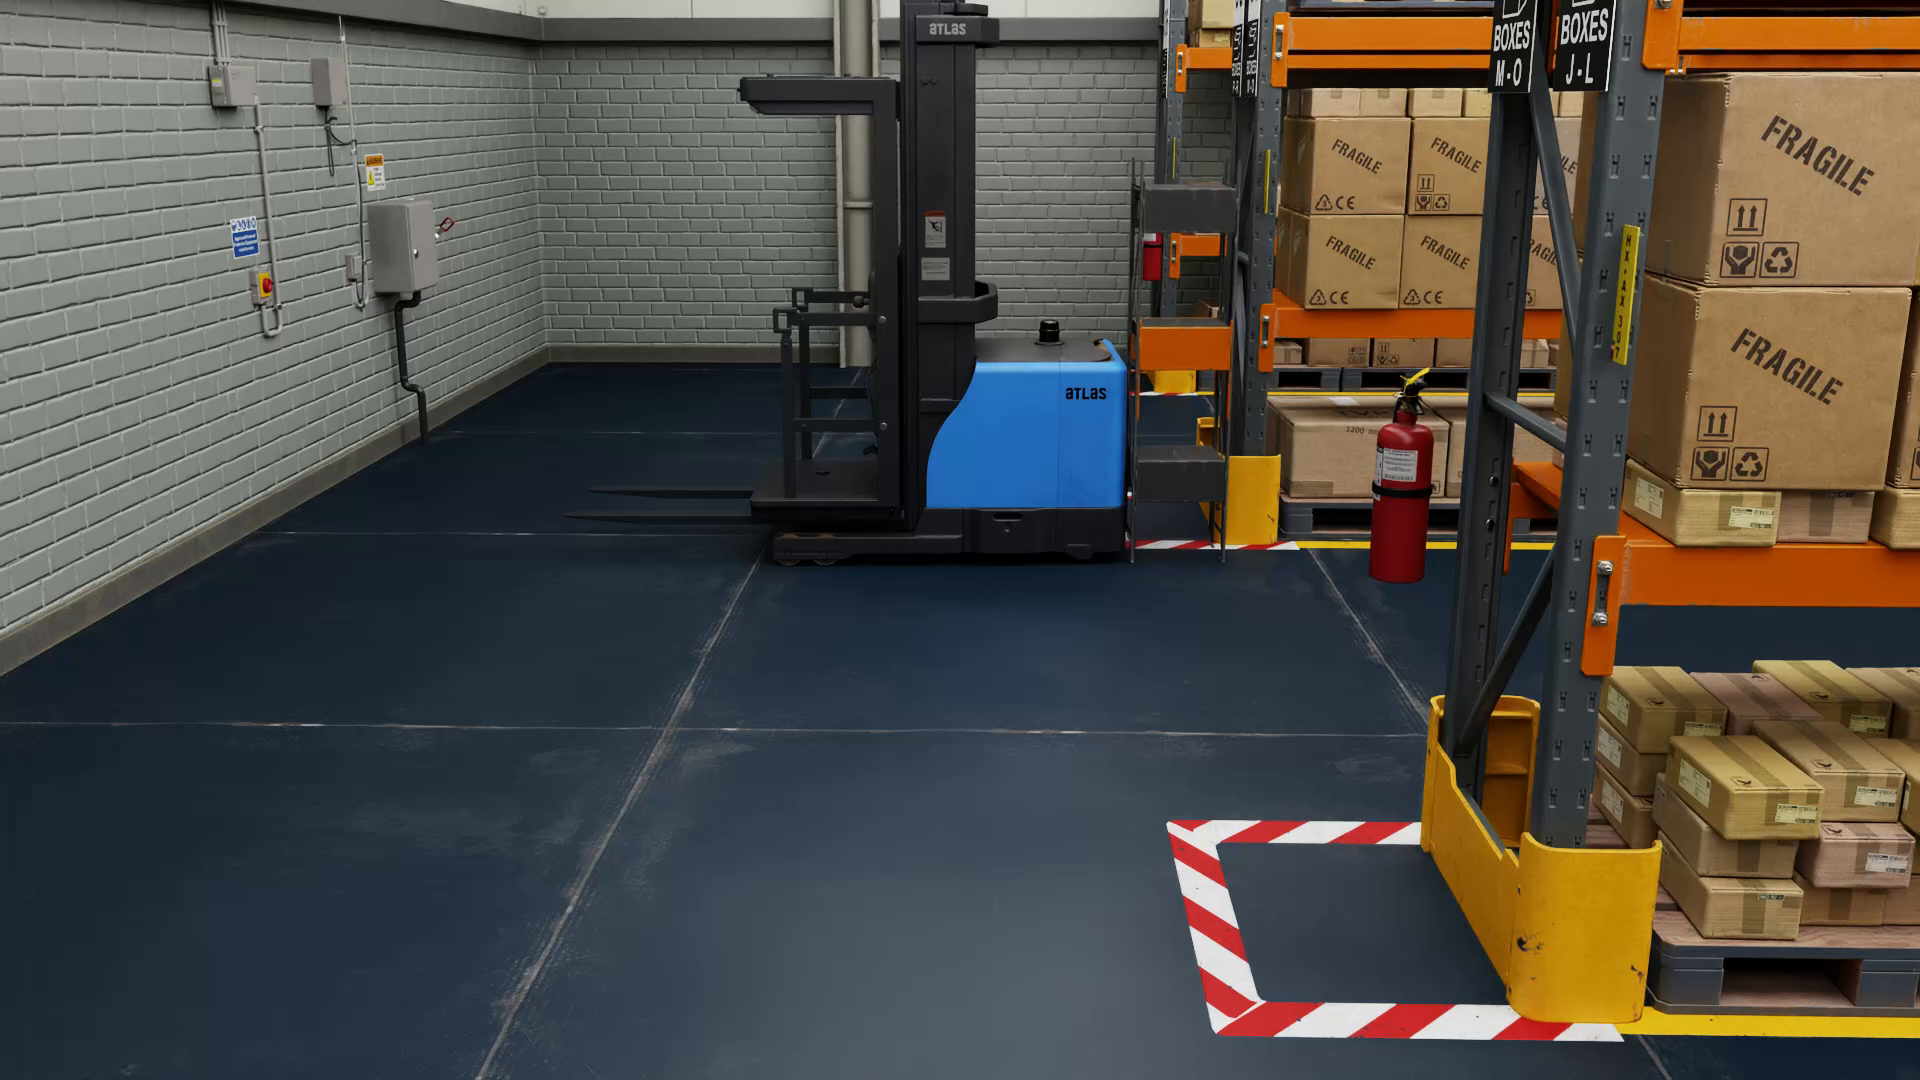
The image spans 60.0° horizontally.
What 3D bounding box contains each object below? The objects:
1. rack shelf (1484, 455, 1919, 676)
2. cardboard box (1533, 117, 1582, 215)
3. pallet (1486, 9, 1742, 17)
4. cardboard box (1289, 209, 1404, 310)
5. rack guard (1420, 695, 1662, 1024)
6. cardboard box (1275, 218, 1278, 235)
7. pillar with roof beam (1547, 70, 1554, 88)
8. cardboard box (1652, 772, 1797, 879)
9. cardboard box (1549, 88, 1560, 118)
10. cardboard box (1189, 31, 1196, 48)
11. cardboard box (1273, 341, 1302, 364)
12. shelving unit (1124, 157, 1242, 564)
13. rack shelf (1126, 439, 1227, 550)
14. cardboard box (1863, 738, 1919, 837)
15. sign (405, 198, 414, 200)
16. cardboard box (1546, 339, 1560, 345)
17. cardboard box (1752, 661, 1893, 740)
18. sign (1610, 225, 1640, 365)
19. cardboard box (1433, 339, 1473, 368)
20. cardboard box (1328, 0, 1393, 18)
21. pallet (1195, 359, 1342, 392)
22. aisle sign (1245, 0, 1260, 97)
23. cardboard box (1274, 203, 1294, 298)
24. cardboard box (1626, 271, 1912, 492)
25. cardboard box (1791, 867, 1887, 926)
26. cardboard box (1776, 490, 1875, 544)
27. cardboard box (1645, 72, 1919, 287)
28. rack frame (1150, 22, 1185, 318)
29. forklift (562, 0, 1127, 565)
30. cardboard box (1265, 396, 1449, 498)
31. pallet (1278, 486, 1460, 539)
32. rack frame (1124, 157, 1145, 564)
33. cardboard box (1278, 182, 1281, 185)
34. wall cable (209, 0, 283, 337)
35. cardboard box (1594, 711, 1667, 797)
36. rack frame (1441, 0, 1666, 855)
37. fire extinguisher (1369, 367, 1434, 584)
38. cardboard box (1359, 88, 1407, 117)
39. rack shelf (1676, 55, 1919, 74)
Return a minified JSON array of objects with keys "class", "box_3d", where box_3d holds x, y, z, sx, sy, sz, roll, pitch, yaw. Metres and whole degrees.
[{"class":"rack shelf","box_3d":[3.609,0.052,4.672,4.000,0.370,1.077,0,15,1]},{"class":"cardboard box","box_3d":[3.139,-2.025,8.978,0.500,0.500,0.500,0,15,1]},{"class":"pallet","box_3d":[3.600,-2.970,9.010,1.213,0.211,1.003,0,15,1]},{"class":"cardboard box","box_3d":[2.108,-1.544,9.115,0.500,0.500,0.500,0,15,1]},{"class":"rack guard","box_3d":[1.686,0.901,4.947,0.348,0.500,1.175,0,15,1]},{"class":"cardboard box","box_3d":[2.599,-2.661,14.039,0.250,0.149,0.380,0,15,1]},{"class":"pillar with roof beam","box_3d":[4.974,-4.849,10.078,0.400,9.000,9.100,0,15,1]},{"class":"cardboard box","box_3d":[2.127,0.792,4.641,0.250,0.149,0.380,1,15,4]},{"class":"cardboard box","box_3d":[3.031,-2.344,8.918,0.250,0.149,0.380,1,15,2]},{"class":"cardboard box","box_3d":[2.084,-4.223,14.080,0.250,0.149,0.380,1,15,3]},{"class":"cardboard box","box_3d":[2.791,-1.621,14.370,0.250,0.149,0.380,0,15,-1]},{"class":"shelving unit","box_3d":[1.156,-0.940,8.787,0.503,2.100,0.431,0,15,-1]},{"class":"rack shelf","box_3d":[1.156,-0.250,8.969,0.480,0.518,0.431,0,15,-1]},{"class":"cardboard box","box_3d":[2.652,0.675,4.502,0.250,0.149,0.380,0,15,1]},{"class":"sign","box_3d":[-3.997,-2.218,12.055,0.001,0.494,0.329,0,15,1]},{"class":"cardboard box","box_3d":[5.103,-1.779,14.650,0.500,0.311,0.500,1,15,3]},{"class":"cardboard box","box_3d":[2.657,0.504,5.150,0.250,0.149,0.380,0,15,0]},{"class":"sign","box_3d":[1.596,-0.589,3.995,0.005,0.325,0.100,0,15,1]},{"class":"cardboard box","box_3d":[4.259,-1.781,14.289,0.500,0.500,0.700,0,15,-1]},{"class":"cardboard box","box_3d":[3.215,-4.282,13.521,0.500,0.250,0.500,0,15,0]},{"class":"pallet","box_3d":[2.631,-1.484,14.550,1.213,0.211,1.003,0,15,1]},{"class":"aisle sign","box_3d":[1.556,-2.755,8.807,0.004,0.787,0.394,0,15,1]},{"class":"cardboard box","box_3d":[2.124,-1.684,9.648,0.500,0.500,0.500,0,15,2]},{"class":"cardboard box","box_3d":[2.052,-0.427,4.301,0.500,0.500,0.500,1,15,4]},{"class":"cardboard box","box_3d":[2.389,0.933,4.690,0.250,0.149,0.380,0,15,1]},{"class":"cardboard box","box_3d":[2.181,-0.110,4.370,0.250,0.149,0.380,1,15,3]},{"class":"cardboard box","box_3d":[2.052,-0.914,4.184,0.500,0.500,0.500,0,15,1]},{"class":"rack frame","box_3d":[1.758,-2.837,14.215,0.127,3.000,1.000,0,15,1]},{"class":"forklift","box_3d":[-0.630,-1.417,8.966,3.031,2.935,1.130,0,15,0]},{"class":"cardboard box","box_3d":[2.298,-0.557,9.770,0.875,0.438,0.875,0,15,0]},{"class":"pallet","box_3d":[2.437,-0.238,9.828,1.213,0.211,1.003,0,15,1]},{"class":"rack frame","box_3d":[0.912,-0.939,8.781,0.015,2.100,0.400,0,15,-1]},{"class":"cardboard box","box_3d":[2.740,-2.970,14.427,0.500,0.250,0.500,0,15,2]},{"class":"wall cable","box_3d":[-4.002,-2.109,9.400,0.123,1.953,0.585,0,15,1]},{"class":"cardboard box","box_3d":[2.145,0.654,5.165,0.250,0.149,0.380,0,15,0]},{"class":"rack frame","box_3d":[1.610,-0.309,4.630,0.127,3.000,1.000,0,15,1]},{"class":"fire extinguisher","box_3d":[1.370,-0.210,5.139,0.183,0.674,0.296,0,15,1]},{"class":"cardboard box","box_3d":[2.247,-2.361,8.980,0.250,0.149,0.380,1,15,3]},{"class":"rack shelf","box_3d":[7.756,-3.901,13.776,4.000,0.370,1.077,0,15,1]}]
